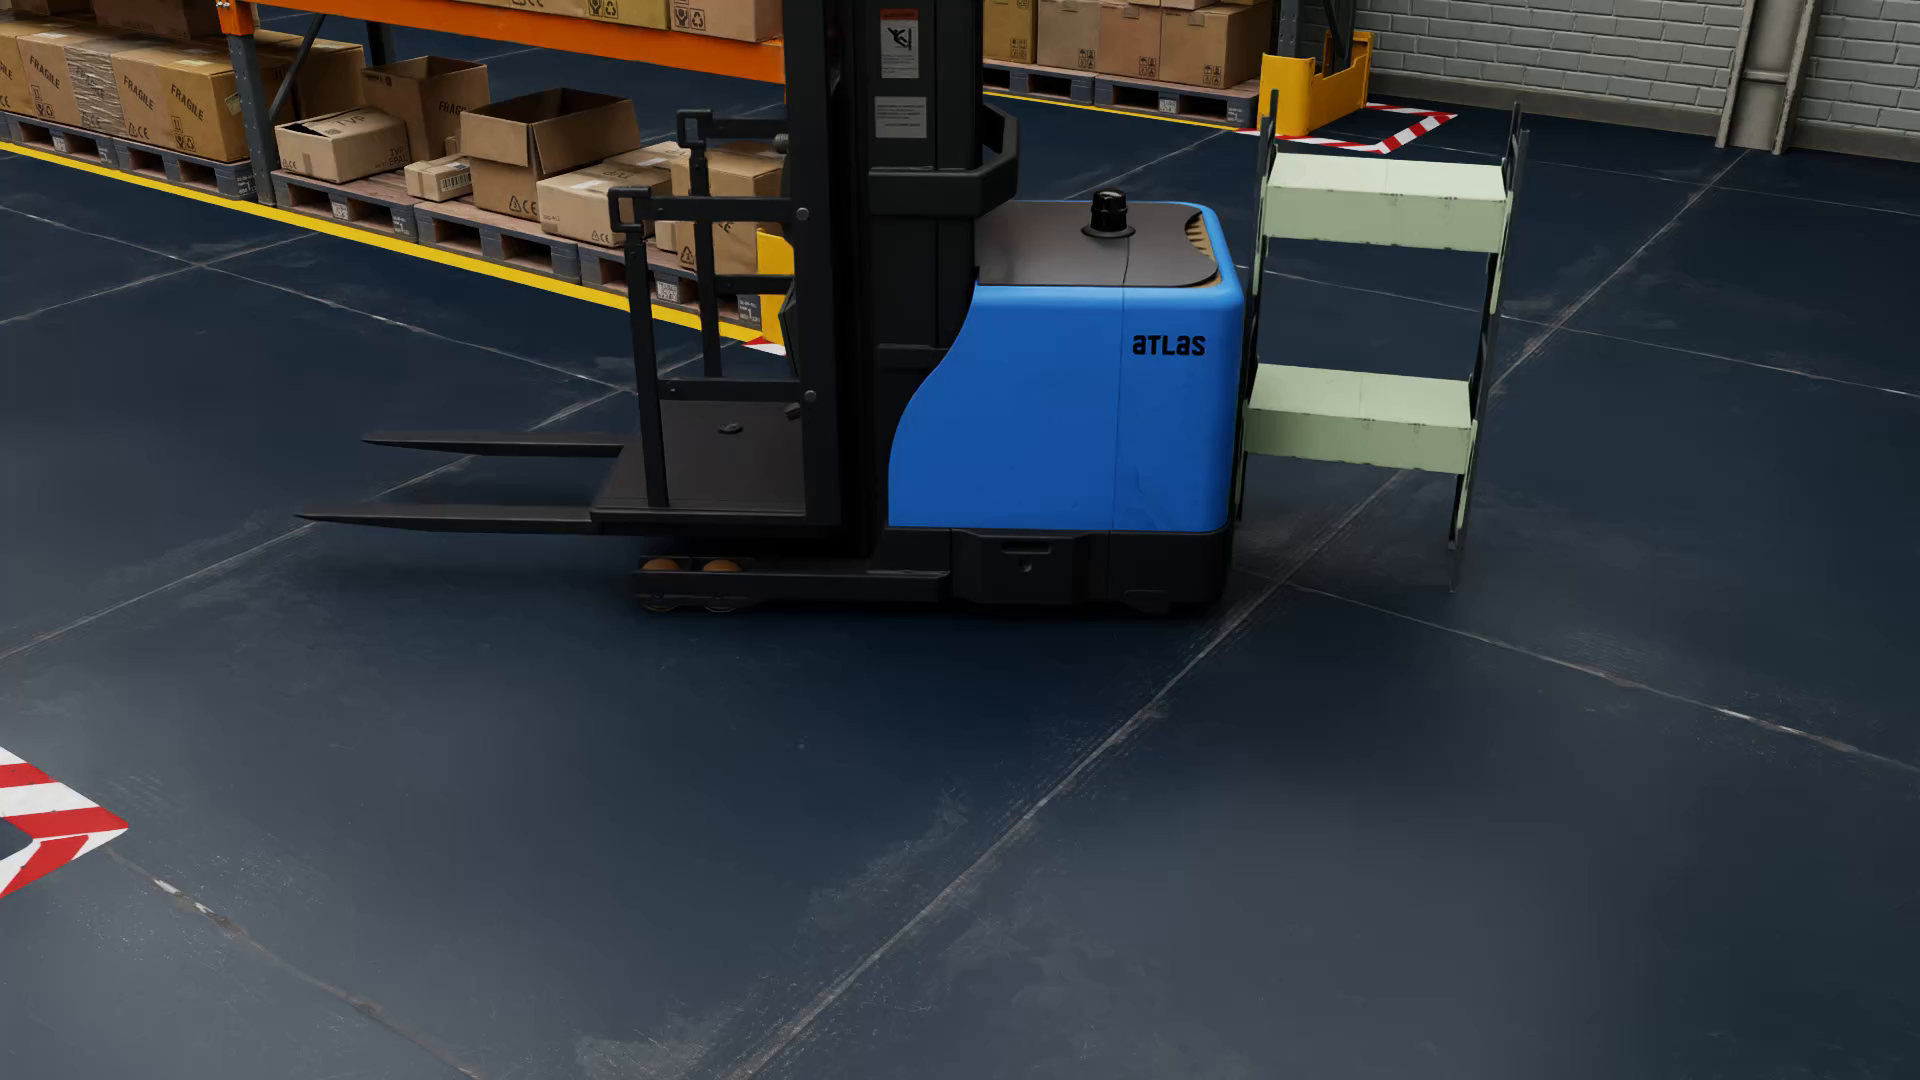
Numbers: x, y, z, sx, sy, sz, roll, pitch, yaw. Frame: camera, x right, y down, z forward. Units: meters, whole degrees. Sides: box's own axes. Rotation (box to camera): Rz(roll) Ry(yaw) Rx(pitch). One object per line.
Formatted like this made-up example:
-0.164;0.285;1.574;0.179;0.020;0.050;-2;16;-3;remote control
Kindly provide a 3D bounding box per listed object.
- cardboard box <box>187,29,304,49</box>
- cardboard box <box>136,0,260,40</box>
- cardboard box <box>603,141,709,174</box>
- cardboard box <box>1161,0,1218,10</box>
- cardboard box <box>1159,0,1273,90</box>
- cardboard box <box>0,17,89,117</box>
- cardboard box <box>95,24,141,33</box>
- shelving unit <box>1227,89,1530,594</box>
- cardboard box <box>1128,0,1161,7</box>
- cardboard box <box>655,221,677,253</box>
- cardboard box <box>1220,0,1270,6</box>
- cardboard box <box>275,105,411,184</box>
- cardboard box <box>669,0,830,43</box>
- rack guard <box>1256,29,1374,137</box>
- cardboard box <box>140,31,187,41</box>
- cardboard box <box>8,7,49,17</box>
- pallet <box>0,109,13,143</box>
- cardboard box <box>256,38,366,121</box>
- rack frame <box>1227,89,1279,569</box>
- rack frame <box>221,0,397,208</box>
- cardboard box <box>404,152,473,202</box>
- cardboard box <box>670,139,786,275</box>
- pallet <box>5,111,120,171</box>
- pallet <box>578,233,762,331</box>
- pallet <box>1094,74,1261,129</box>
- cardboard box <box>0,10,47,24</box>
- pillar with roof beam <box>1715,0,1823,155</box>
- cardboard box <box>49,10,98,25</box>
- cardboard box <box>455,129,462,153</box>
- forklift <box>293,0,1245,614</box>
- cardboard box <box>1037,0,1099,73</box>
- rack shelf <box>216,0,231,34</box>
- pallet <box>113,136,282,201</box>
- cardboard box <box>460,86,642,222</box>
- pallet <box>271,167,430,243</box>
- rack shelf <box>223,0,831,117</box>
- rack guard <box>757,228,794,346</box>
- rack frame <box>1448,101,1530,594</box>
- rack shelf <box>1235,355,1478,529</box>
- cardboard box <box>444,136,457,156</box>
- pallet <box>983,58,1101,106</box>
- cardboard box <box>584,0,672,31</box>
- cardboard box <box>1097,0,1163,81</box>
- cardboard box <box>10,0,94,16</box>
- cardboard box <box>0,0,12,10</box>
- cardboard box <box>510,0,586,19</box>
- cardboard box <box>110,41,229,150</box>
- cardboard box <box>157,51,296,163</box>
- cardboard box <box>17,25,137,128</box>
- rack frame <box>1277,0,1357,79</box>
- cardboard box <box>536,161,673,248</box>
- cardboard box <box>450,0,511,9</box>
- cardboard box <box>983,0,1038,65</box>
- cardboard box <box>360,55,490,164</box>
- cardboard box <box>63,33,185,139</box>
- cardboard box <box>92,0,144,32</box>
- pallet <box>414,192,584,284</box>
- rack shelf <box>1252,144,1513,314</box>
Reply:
-4.391;-2.862;10.337;0.500;0.500;0.500;18;32;31;cardboard box
-4.769;-3.320;10.410;0.500;0.250;0.500;17;32;30;cardboard box
-1.499;-1.877;8.678;0.500;0.250;0.500;17;32;30;cardboard box
1.572;-3.727;11.343;0.250;0.149;0.380;17;31;30;cardboard box
1.781;-3.473;11.559;0.500;0.500;0.700;17;32;30;cardboard box
-5.923;-3.054;10.714;0.500;0.500;0.500;17;31;30;cardboard box
-5.215;-3.123;10.850;0.500;0.500;0.500;16;31;28;cardboard box
1.298;-0.622;5.316;0.755;1.500;0.431;7;28;12;shelving unit
1.361;-3.792;11.472;0.250;0.149;0.380;18;32;32;cardboard box
-1.258;-1.523;8.074;0.250;0.166;0.380;17;32;30;cardboard box
1.997;-3.804;11.496;0.250;0.149;0.380;18;32;31;cardboard box
-3.461;-2.240;9.325;0.500;0.311;0.500;17;32;30;cardboard box
-0.910;-2.462;7.170;0.500;0.500;0.500;18;32;32;cardboard box
2.434;-3.137;11.363;0.348;0.500;1.175;17;32;30;rack guard
-4.799;-2.993;10.594;0.500;0.500;0.500;18;32;31;cardboard box
-6.078;-3.388;11.371;0.500;0.500;0.500;19;32;32;cardboard box
-6.387;-3.010;11.432;1.213;0.211;1.003;17;32;30;pallet
-3.945;-2.729;10.076;0.500;0.500;0.500;16;31;28;cardboard box
0.943;-0.662;5.394;0.023;1.500;0.400;7;28;12;rack frame
-3.684;-3.431;9.185;0.127;3.000;1.000;17;32;30;rack frame
-2.742;-1.958;8.928;0.250;0.166;0.380;17;32;30;cardboard box
-0.975;-1.534;7.728;0.500;0.500;0.500;17;32;30;cardboard box
-5.386;-2.696;10.816;1.213;0.211;1.003;17;32;30;pallet
-1.107;-1.385;8.239;1.213;0.211;1.003;17;32;30;pallet
1.711;-3.190;11.786;1.213;0.211;1.003;17;32;30;pallet
-6.333;-3.184;10.971;0.500;0.500;0.500;16;31;29;cardboard box
2.692;-4.951;5.558;0.400;9.000;9.100;17;32;30;pillar with roof beam
-5.651;-3.255;11.110;0.500;0.500;0.500;16;31;29;cardboard box
-2.436;-2.196;9.238;0.500;0.311;0.500;17;32;30;cardboard box
-0.650;-1.311;5.095;3.031;2.935;1.130;1;27;2;forklift
0.953;-3.730;12.065;0.500;0.500;0.700;16;31;29;cardboard box
-5.333;-3.624;10.358;4.000;0.370;1.077;17;32;30;rack shelf
-4.376;-2.383;10.200;1.213;0.211;1.003;17;32;30;pallet
-2.133;-2.034;8.708;0.637;0.503;0.797;17;32;30;cardboard box
-3.119;-2.012;9.471;1.213;0.211;1.003;17;32;30;pallet
-2.036;-2.597;8.339;4.000;0.370;1.077;17;32;30;rack shelf
-0.450;-1.310;7.772;0.348;0.500;1.175;17;32;30;rack guard
1.653;-0.581;5.238;0.023;1.500;0.400;7;28;12;rack frame
1.297;-0.331;5.464;0.720;0.370;0.431;7;28;12;rack shelf
-2.711;-2.243;9.508;0.250;0.149;0.380;17;32;30;cardboard box
0.710;-3.504;12.403;1.213;0.211;1.003;17;32;30;pallet
-1.340;-2.594;7.430;0.500;0.500;0.500;18;32;31;cardboard box
1.368;-3.601;11.812;0.500;0.500;0.700;17;32;30;cardboard box
-6.029;-3.709;11.176;0.500;0.250;0.500;19;32;32;cardboard box
-7.247;-3.914;12.085;0.500;0.311;0.500;19;32;32;cardboard box
-1.748;-2.724;7.685;0.500;0.500;0.500;18;32;31;cardboard box
-4.656;-2.663;9.947;0.500;0.500;0.500;17;32;30;cardboard box
-4.253;-2.533;9.691;0.500;0.500;0.500;17;32;30;cardboard box
-5.490;-2.922;10.455;0.500;0.500;0.500;16;31;29;cardboard box
2.414;-4.257;10.808;0.127;3.000;1.000;17;32;30;rack frame
-1.741;-1.678;8.286;0.500;0.250;0.500;17;32;30;cardboard box
-2.163;-2.854;7.940;0.500;0.500;0.500;17;31;30;cardboard box
0.510;-3.864;12.329;0.500;0.500;0.700;18;32;31;cardboard box
-3.054;-2.473;9.573;0.500;0.500;0.500;17;32;30;cardboard box
-5.069;-2.792;10.200;0.500;0.500;0.500;18;32;31;cardboard box
-5.183;-3.448;10.663;0.500;0.250;0.500;17;31;29;cardboard box
-2.109;-1.699;8.856;1.213;0.211;1.003;17;32;30;pallet
1.299;-0.969;5.139;0.720;0.370;0.431;7;28;12;rack shelf
